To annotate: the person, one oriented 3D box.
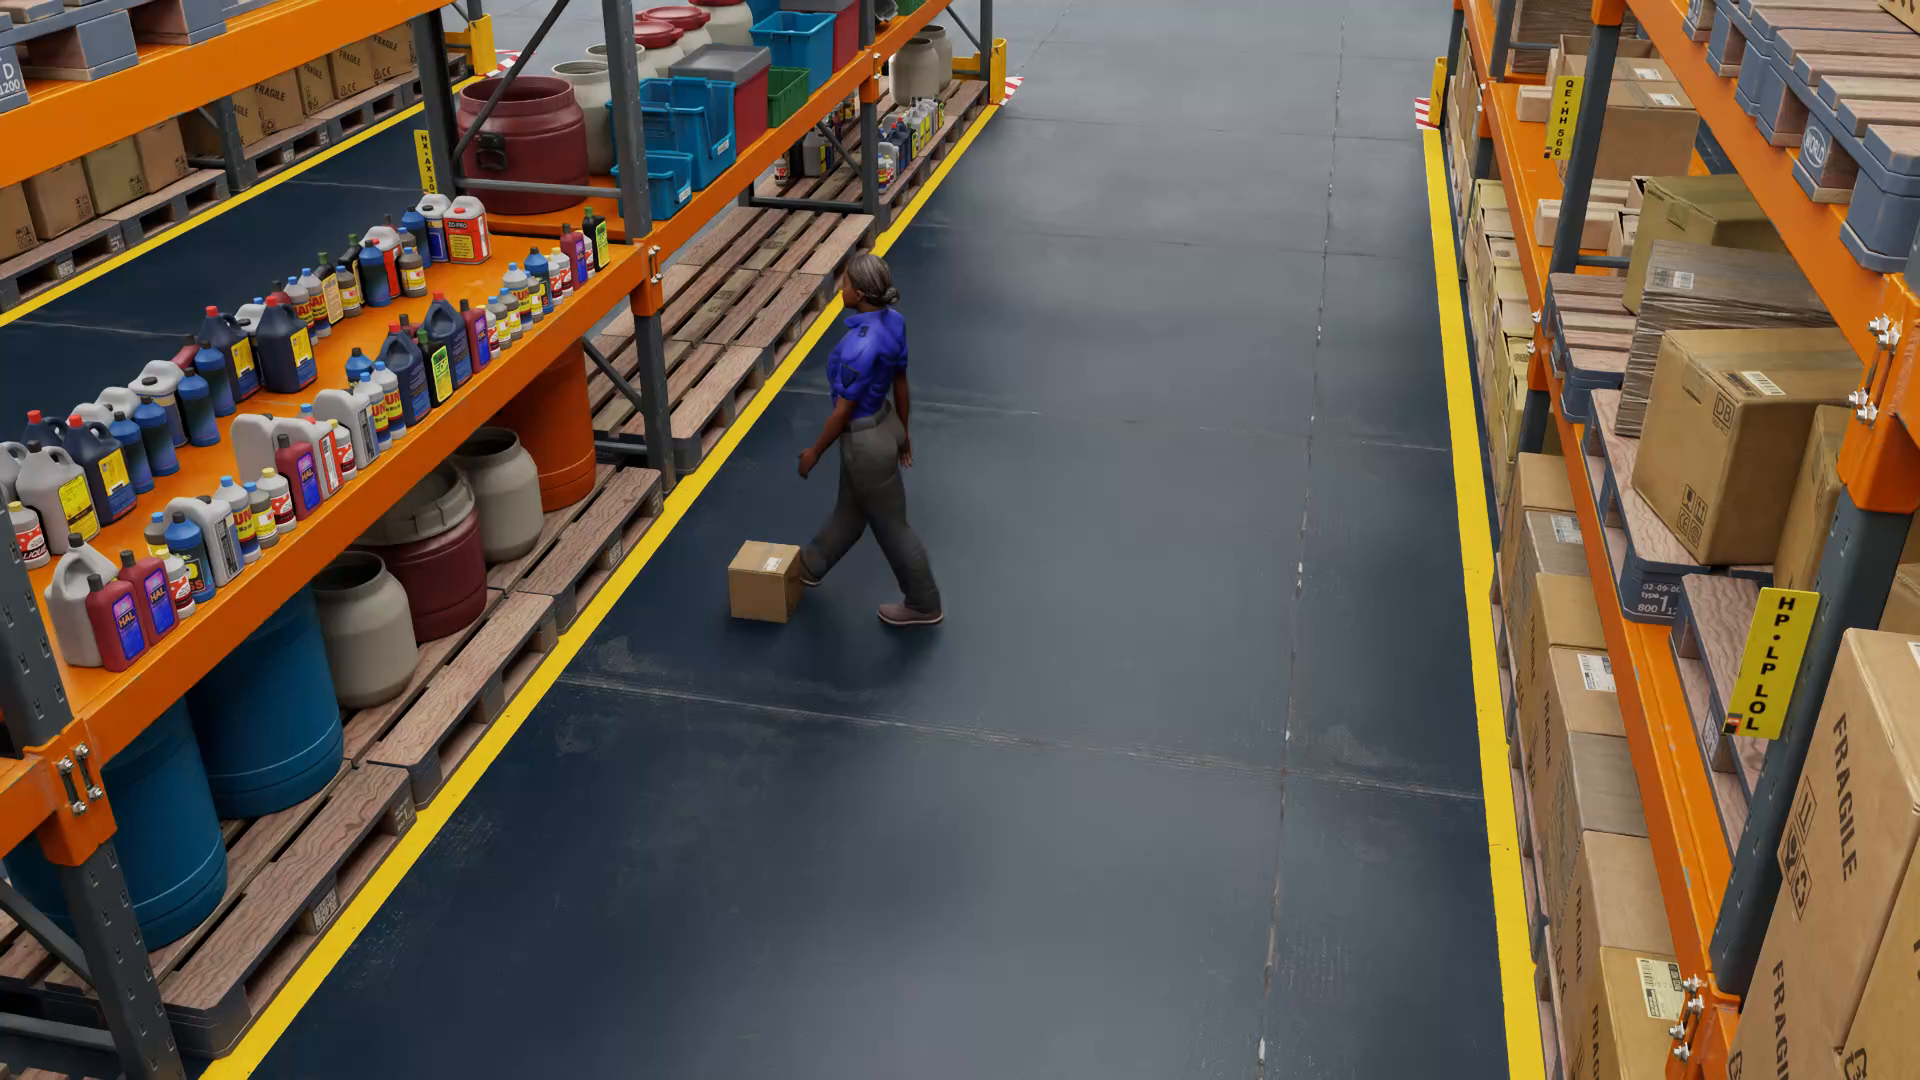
[{"bbox_3d":[-0.492,-0.402,6.837,0.866,1.628,0.451,6,29,10],"label":"person"}]
